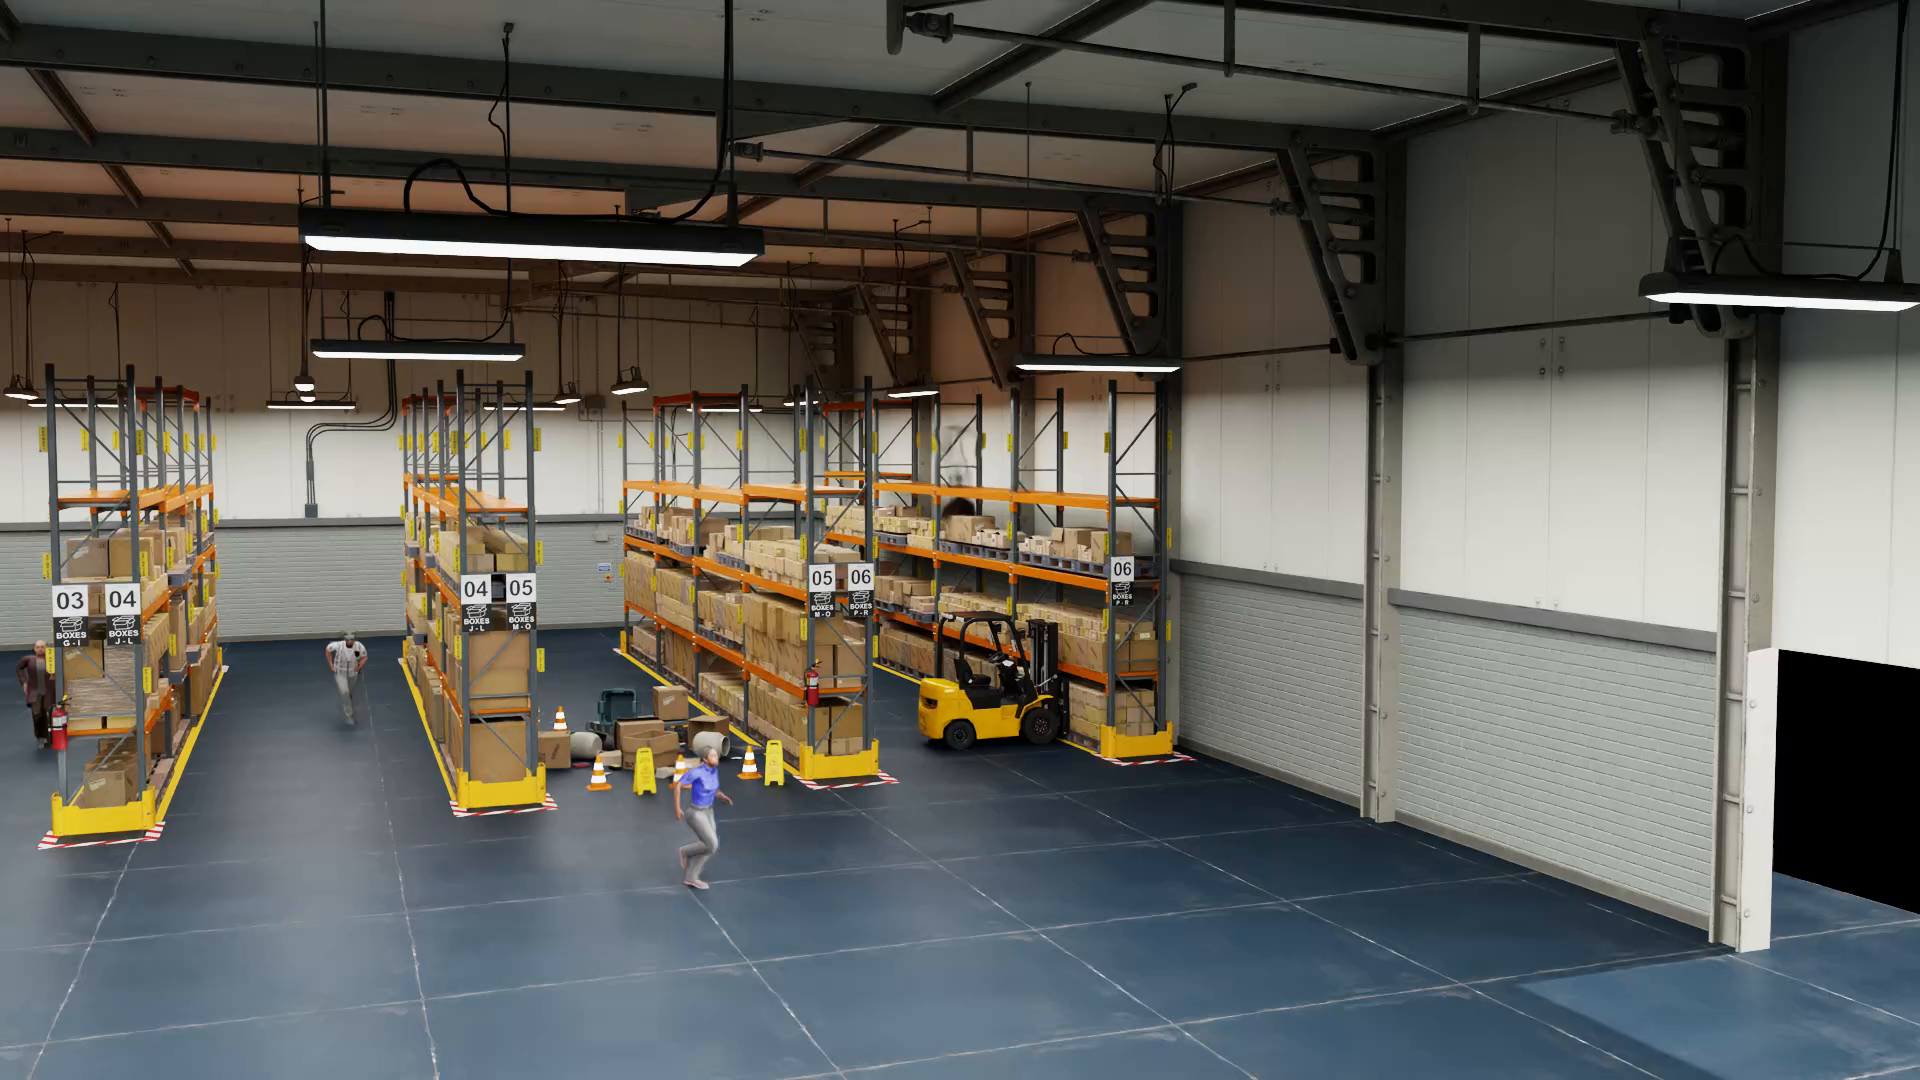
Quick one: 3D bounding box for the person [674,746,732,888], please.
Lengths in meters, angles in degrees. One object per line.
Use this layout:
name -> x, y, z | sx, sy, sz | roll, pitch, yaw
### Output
person -> -2.852, 3.120, 18.689 | 0.604, 1.605, 0.616 | 2, 4, 24

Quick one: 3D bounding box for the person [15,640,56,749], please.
person -> -15.080, 2.643, 27.269 | 0.705, 1.607, 0.849 | -2, 4, -28

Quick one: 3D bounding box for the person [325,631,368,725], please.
person -> -11.035, 2.449, 29.909 | 0.705, 1.720, 1.030 | -2, 4, -26
